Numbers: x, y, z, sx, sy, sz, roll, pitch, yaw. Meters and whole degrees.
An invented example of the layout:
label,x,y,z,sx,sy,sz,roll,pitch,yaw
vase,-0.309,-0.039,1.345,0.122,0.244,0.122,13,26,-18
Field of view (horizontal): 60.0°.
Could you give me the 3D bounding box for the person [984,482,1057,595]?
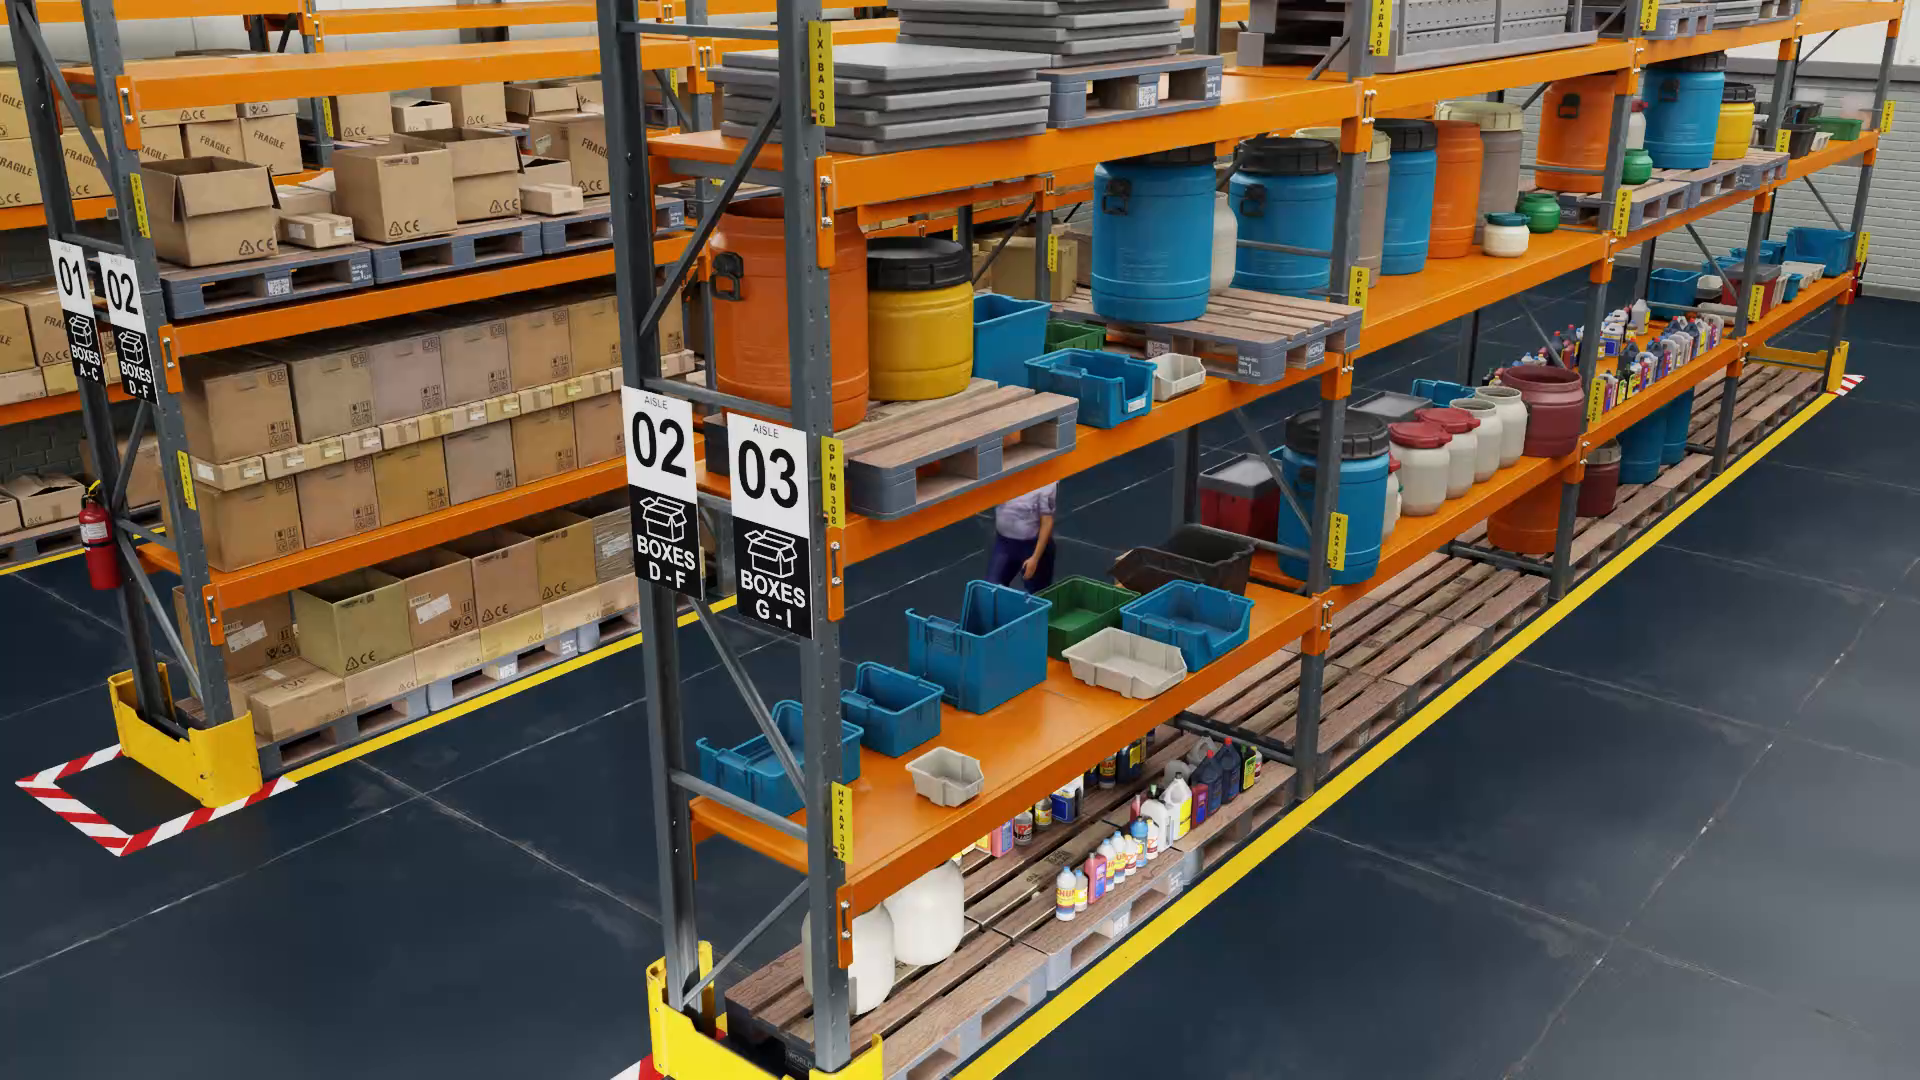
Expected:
label,x,y,z,sx,sy,sz,roll,pitch,yaw
person,0.419,0.124,11.331,0.491,1.695,0.625,13,24,31
